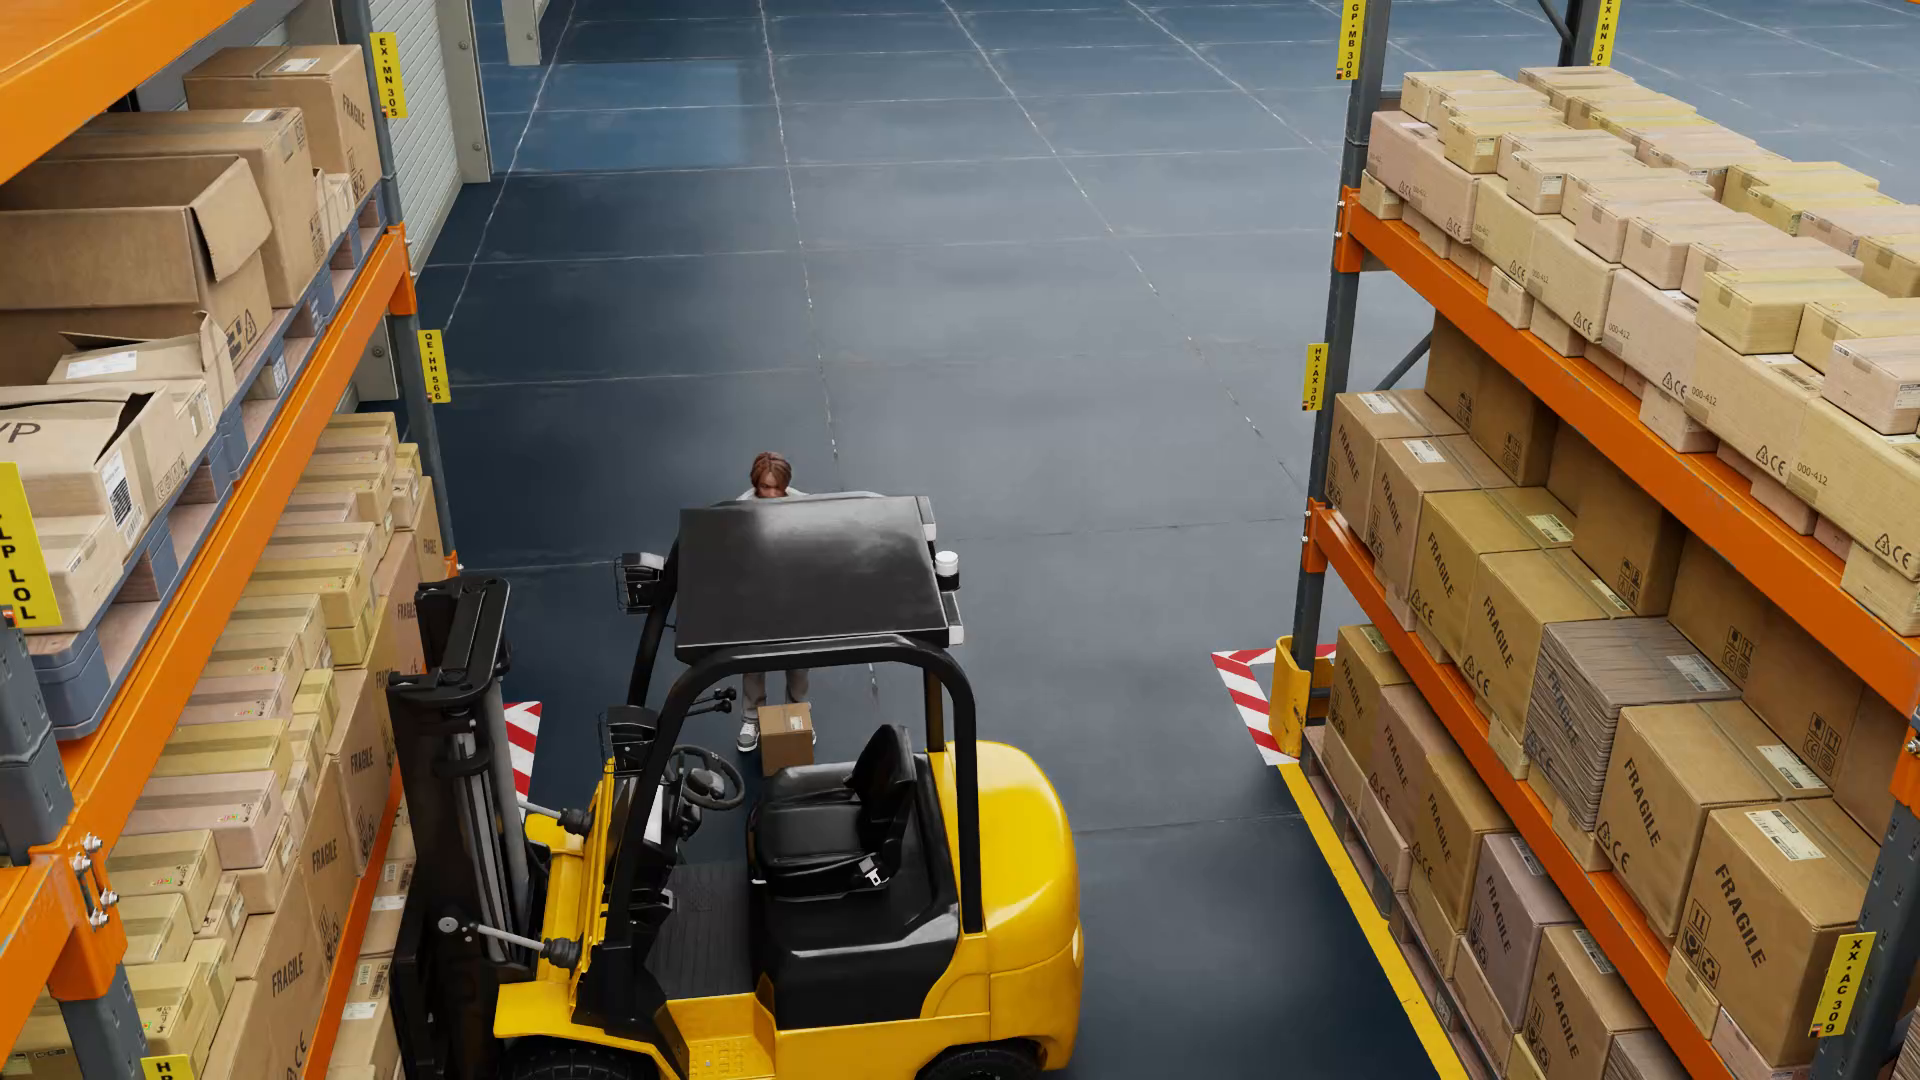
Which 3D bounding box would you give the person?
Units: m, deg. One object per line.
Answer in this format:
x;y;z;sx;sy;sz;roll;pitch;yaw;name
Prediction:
-0.901;0.281;8.092;0.464;1.593;0.346;-4;28;-7;person
